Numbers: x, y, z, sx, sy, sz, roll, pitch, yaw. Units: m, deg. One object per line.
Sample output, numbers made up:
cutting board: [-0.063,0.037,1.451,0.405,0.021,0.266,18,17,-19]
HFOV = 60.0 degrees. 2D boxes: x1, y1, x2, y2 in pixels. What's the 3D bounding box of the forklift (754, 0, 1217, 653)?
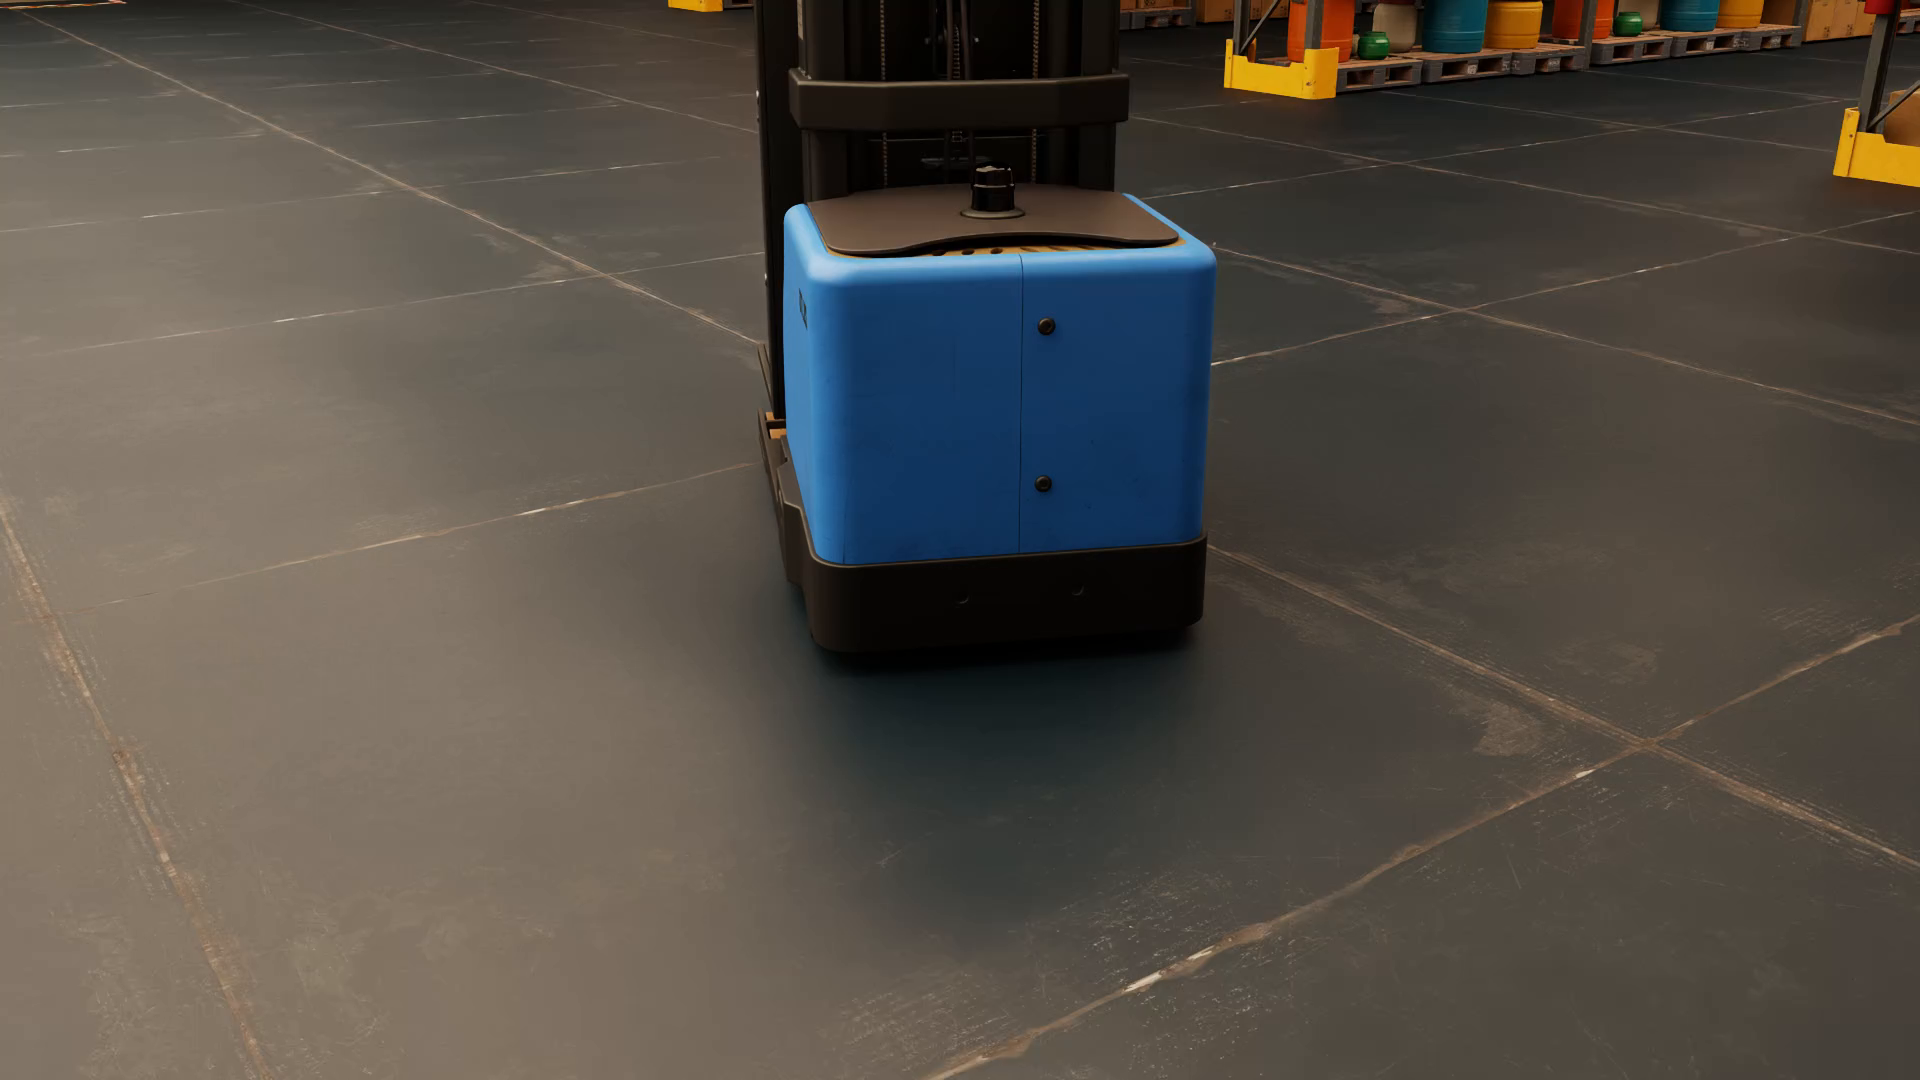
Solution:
forklift: [-0.108,-1.590,5.183,1.130,2.935,3.031,-4,22,-9]
